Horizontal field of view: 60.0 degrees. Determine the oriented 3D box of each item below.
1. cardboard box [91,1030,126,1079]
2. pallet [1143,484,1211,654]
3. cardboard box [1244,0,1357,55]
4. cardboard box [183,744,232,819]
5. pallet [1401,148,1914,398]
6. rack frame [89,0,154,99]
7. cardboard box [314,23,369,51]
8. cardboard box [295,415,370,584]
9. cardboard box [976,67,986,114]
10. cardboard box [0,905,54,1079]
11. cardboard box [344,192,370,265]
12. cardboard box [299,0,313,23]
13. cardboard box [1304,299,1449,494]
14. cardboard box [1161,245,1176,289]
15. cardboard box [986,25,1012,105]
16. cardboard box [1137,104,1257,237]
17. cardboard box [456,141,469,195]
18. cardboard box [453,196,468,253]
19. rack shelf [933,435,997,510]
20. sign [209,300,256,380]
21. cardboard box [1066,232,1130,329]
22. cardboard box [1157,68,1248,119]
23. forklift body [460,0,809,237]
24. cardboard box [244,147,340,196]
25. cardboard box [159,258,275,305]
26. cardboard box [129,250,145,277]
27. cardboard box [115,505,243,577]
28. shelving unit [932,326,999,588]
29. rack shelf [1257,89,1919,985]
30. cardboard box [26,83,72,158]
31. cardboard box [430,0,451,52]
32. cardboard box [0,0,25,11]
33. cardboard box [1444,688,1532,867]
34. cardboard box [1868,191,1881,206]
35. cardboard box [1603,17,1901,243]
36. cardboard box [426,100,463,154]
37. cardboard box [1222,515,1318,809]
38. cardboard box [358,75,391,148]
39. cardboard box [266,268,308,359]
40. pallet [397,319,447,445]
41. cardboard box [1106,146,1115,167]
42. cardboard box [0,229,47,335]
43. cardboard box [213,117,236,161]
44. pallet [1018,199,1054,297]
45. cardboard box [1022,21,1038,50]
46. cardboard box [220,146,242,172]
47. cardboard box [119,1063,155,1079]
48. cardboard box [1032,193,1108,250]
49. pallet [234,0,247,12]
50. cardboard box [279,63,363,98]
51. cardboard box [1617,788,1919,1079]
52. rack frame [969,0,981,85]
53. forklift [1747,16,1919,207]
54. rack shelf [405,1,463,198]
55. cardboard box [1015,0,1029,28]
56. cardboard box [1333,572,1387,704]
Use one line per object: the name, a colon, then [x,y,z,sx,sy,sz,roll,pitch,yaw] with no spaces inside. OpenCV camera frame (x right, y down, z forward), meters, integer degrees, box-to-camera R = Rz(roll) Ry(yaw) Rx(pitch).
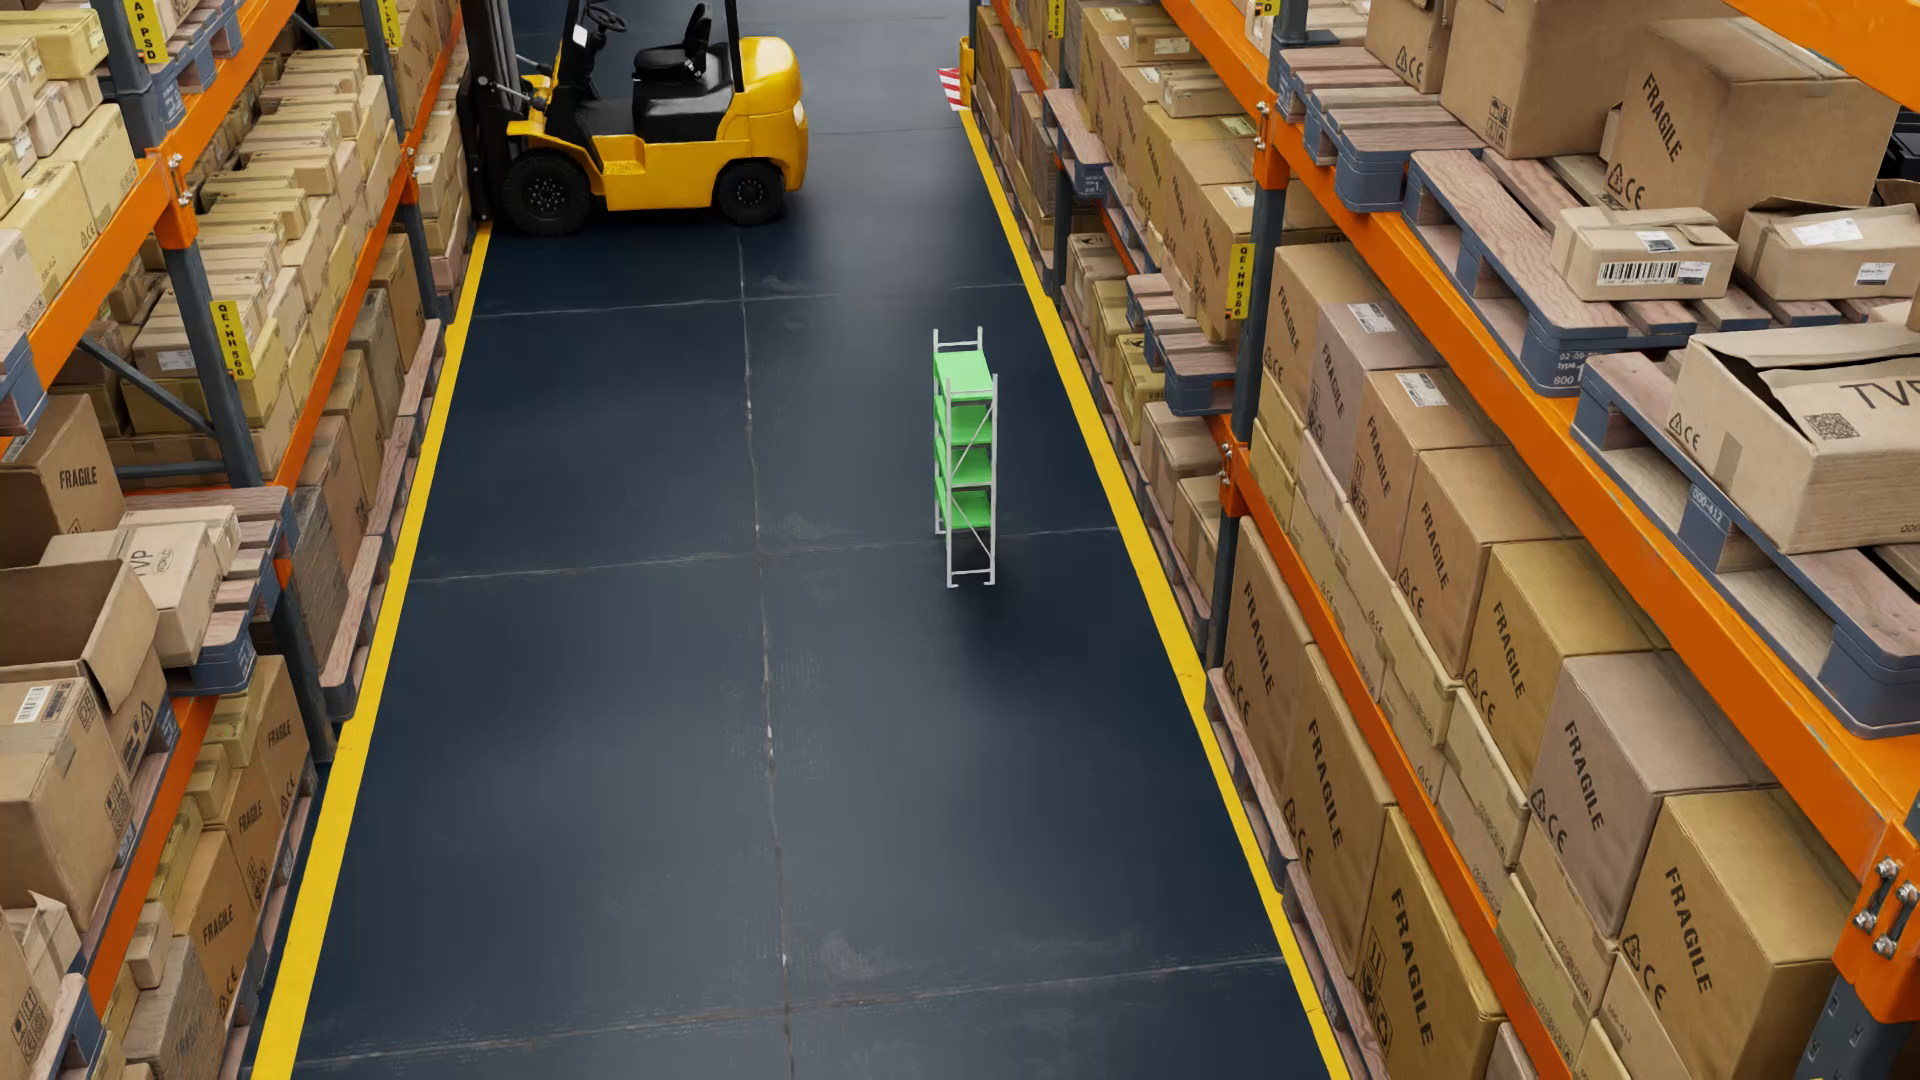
cardboard box: [-2.745,1.626,4.972,0.380,0.149,0.250,-3,34,-5]
pallet: [1.554,0.084,8.439,1.003,0.211,1.213,-4,35,-6]
cardboard box: [1.365,-2.065,6.677,0.380,0.149,0.250,-4,35,-6]
cardboard box: [-2.884,0.894,6.045,0.380,0.149,0.250,-5,35,-8]
pallet: [1.950,-0.814,4.785,1.003,0.211,1.213,-3,34,-4]
rack frame: [-3.261,-2.733,4.769,1.000,3.000,0.127,-4,35,-6]
cardboard box: [-3.581,-2.993,9.814,0.380,0.149,0.250,-5,35,-7]
cardboard box: [-3.427,-0.159,8.056,0.875,0.625,0.625,-3,34,-5]
cardboard box: [0.416,-3.662,13.529,0.500,0.250,0.500,-5,35,-7]
cardboard box: [-2.636,1.188,3.882,0.700,0.500,0.500,-4,34,-6]
cardboard box: [-3.362,-1.603,8.572,0.500,0.250,0.500,-4,34,-6]
cardboard box: [-4.192,-3.241,10.177,0.380,0.149,0.250,-4,34,-5]
cardboard box: [1.558,-0.516,5.868,0.500,0.500,0.500,-4,35,-6]
cardboard box: [1.168,-1.289,7.828,0.380,0.149,0.250,-6,35,-9]
cardboard box: [0.494,-3.667,12.871,0.500,0.500,0.500,-6,35,-8]
cardboard box: [1.171,-1.771,7.960,0.500,0.500,0.500,-7,35,-10]
cardboard box: [-3.684,-2.585,11.505,0.500,0.250,0.500,-5,35,-7]
cardboard box: [-3.619,-2.100,11.237,0.500,0.250,0.500,-5,35,-7]
rack shelf: [0.022,-0.351,8.313,0.258,0.148,0.480,-4,35,-6]
sign: [-2.724,-0.746,6.223,0.100,0.325,0.005,-4,35,-6]
cardboard box: [1.192,-1.659,10.481,0.950,0.372,0.625,-4,34,-6]
cardboard box: [1.158,-2.129,7.909,0.380,0.149,0.250,-6,35,-9]
forklift body: [-2.274,-3.447,11.899,2.313,2.155,1.214,-4,35,-6]
cardboard box: [-3.219,-1.769,8.017,0.380,0.149,0.250,-5,35,-8]
cardboard box: [-3.109,-1.054,6.968,0.380,0.149,0.250,-3,34,-5]
cardboard box: [-3.728,-1.148,7.106,0.380,0.149,0.250,-5,35,-7]
cardboard box: [-2.792,0.014,5.916,0.380,0.149,0.250,-4,34,-5]
shelving unit: [0.022,-0.403,8.277,0.258,1.200,0.503,-4,35,-6]
rack shelf: [1.926,-0.458,4.734,1.077,0.370,4.000,-4,35,-6]
cardboard box: [-2.959,-1.270,5.066,0.380,0.149,0.250,-5,35,-7]
cardboard box: [-3.802,-3.649,11.352,0.500,0.500,0.500,-4,34,-6]
cardboard box: [-3.612,-2.031,6.075,0.500,0.250,0.500,-4,35,-6]
cardboard box: [1.745,0.661,4.805,0.500,0.250,0.500,-4,34,-5]
cardboard box: [6.183,-2.199,10.939,1.050,0.750,0.750,-5,35,-7]
cardboard box: [2.182,-1.125,4.611,0.500,0.500,0.500,-4,34,-6]
cardboard box: [-3.690,-2.793,11.366,0.500,0.250,0.500,-3,34,-5]
cardboard box: [1.668,0.464,6.919,0.875,0.875,0.875,-5,35,-7]
cardboard box: [-3.479,-2.376,9.262,0.500,0.250,0.500,-5,35,-7]
cardboard box: [-3.145,-0.944,7.161,0.500,0.250,0.500,-3,34,-5]
pallet: [-3.661,-0.925,9.920,1.003,0.211,1.213,-4,35,-6]
cardboard box: [1.012,-2.162,9.109,0.380,0.149,0.250,-4,34,-6]
cardboard box: [-2.815,-0.604,4.442,0.500,0.250,0.500,-4,35,-6]
cardboard box: [-3.884,-2.008,8.368,0.380,0.149,0.250,-4,35,-6]
pallet: [0.994,-2.084,11.620,1.003,0.211,1.213,-4,35,-6]
cardboard box: [0.634,-3.483,11.421,0.380,0.149,0.250,-5,35,-7]
cardboard box: [-3.869,-1.759,8.357,0.500,0.250,0.500,-5,35,-8]
cardboard box: [-2.709,1.976,5.034,0.500,0.500,0.500,-5,35,-8]
cardboard box: [0.773,-2.211,11.399,0.500,0.250,0.500,-3,34,-4]
pallet: [-3.594,-2.411,7.128,1.003,0.211,1.213,-3,34,-4]
cardboard box: [-3.480,-2.479,9.059,0.380,0.149,0.250,-5,35,-7]
cardboard box: [1.886,0.916,3.766,0.500,0.500,0.500,-3,34,-5]
rack frame: [0.581,-5.096,13.564,1.000,3.000,0.127,-4,35,-6]
forklift: [4.087,-0.941,7.528,3.031,2.935,1.130,4,34,6]
rack shelf: [-4.068,-3.305,11.574,1.077,0.370,4.000,-4,35,-6]
cardboard box: [0.663,-3.833,11.358,0.500,0.500,0.500,-3,34,-5]
cardboard box: [1.625,0.301,5.778,0.500,0.250,0.500,-3,34,-5]
